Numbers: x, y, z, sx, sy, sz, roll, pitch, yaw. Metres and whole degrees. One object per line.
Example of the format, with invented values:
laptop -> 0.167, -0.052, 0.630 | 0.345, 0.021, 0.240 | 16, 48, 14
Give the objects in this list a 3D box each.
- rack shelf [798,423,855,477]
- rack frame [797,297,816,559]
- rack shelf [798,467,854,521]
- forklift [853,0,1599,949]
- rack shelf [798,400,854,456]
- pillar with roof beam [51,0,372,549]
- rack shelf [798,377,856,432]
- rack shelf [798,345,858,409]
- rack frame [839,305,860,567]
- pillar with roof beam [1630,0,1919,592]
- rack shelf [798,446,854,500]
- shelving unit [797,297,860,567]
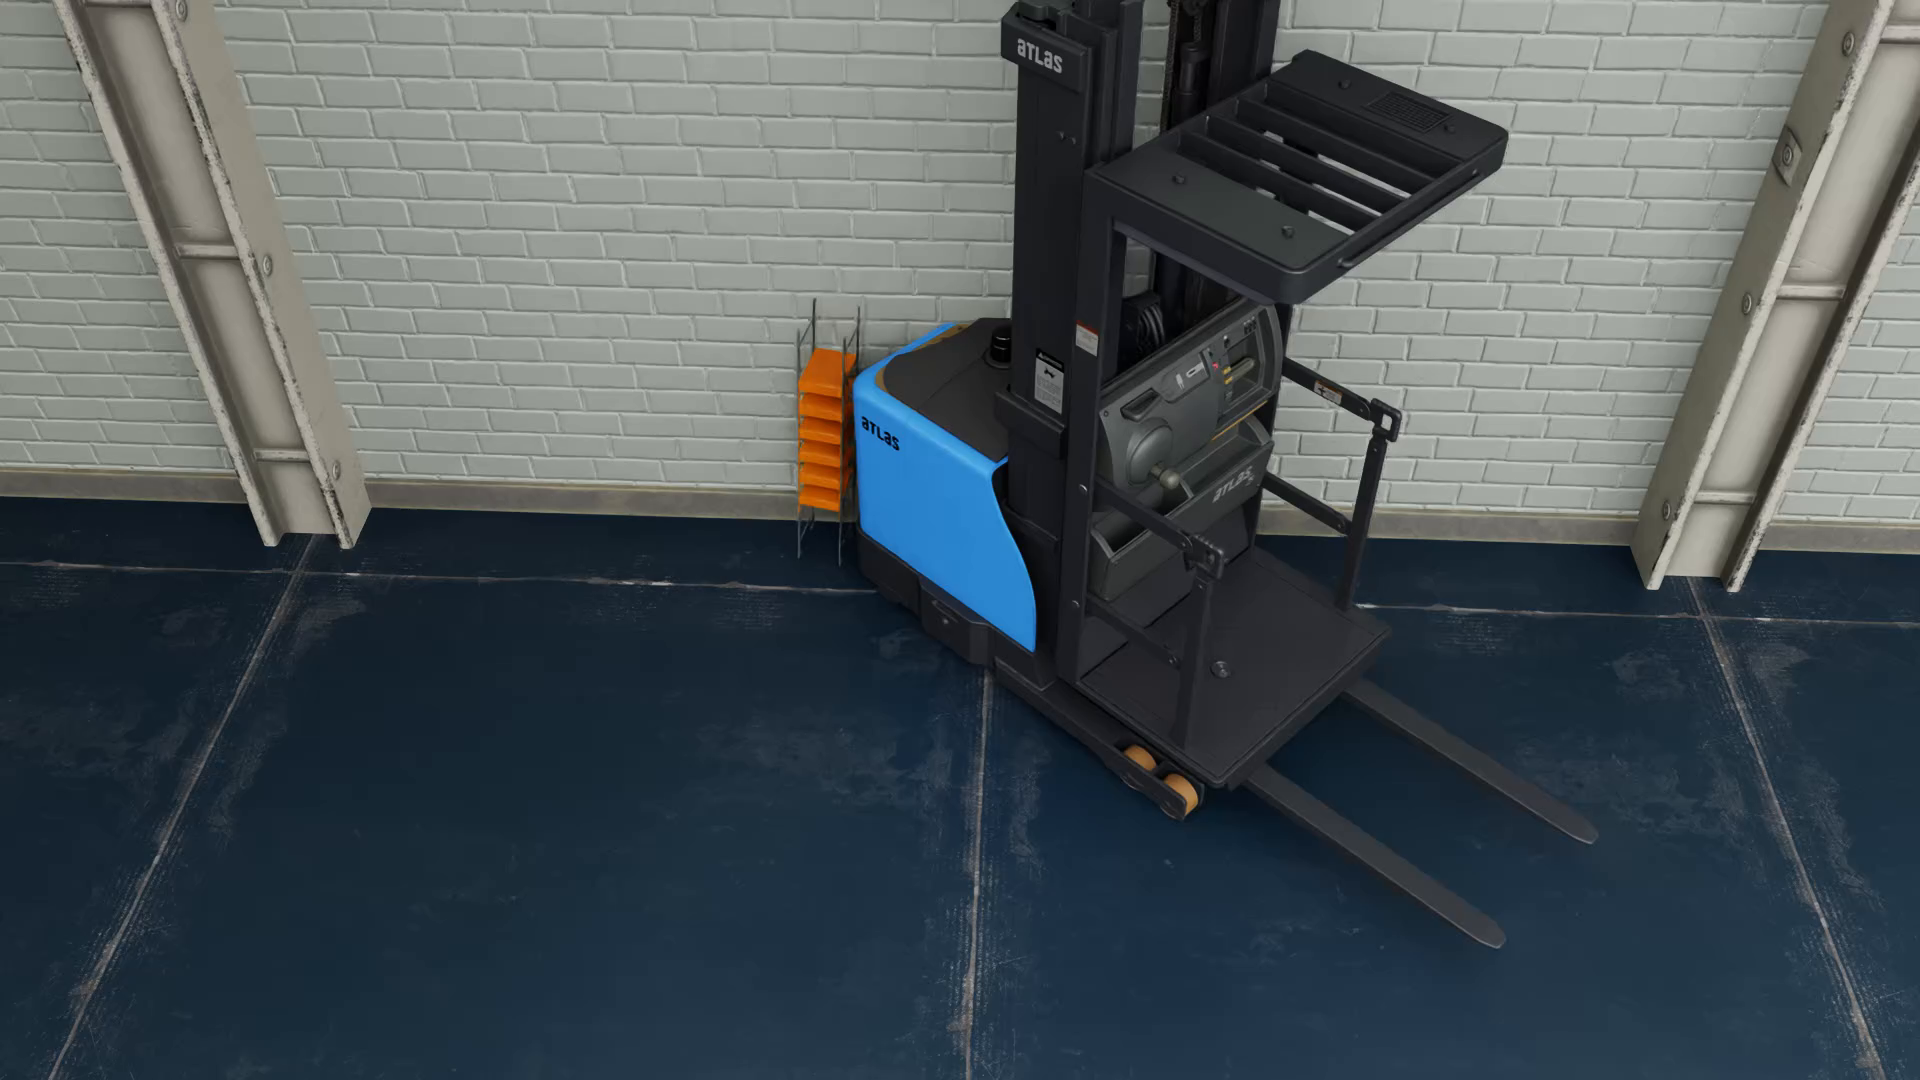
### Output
rack shelf -> -0.552, -0.390, 6.927 | 0.180, 0.103, 0.258 | 11, 42, 7
rack frame -> -0.638, -0.440, 6.908 | 0.006, 1.200, 0.240 | 11, 42, 7
rack shelf -> -0.567, -0.213, 7.088 | 0.180, 0.103, 0.258 | 11, 42, 7
forklift -> 0.961, -0.437, 5.654 | 1.130, 2.935, 3.031 | -34, 53, -31
rack shelf -> -0.544, -0.479, 6.847 | 0.180, 0.103, 0.258 | 11, 42, 7
pillar with roof beam -> -3.050, -0.435, 1.200 | 0.400, 9.000, 9.100 | 2, 43, 2
rack shelf -> -0.537, -0.568, 6.766 | 0.180, 0.103, 0.258 | 11, 42, 7
rack shelf -> -0.529, -0.656, 6.686 | 0.180, 0.103, 0.258 | 11, 42, 7
rack frame -> -0.460, -0.406, 6.886 | 0.006, 1.200, 0.240 | 11, 42, 7
pillar with roof beam -> 2.944, -0.250, 1.002 | 0.400, 9.000, 9.100 | 2, 43, 2
rack shelf -> -0.559, -0.301, 7.008 | 0.180, 0.103, 0.258 | 11, 42, 7
shelving unit -> -0.549, -0.423, 6.897 | 0.189, 1.200, 0.258 | 11, 42, 7
